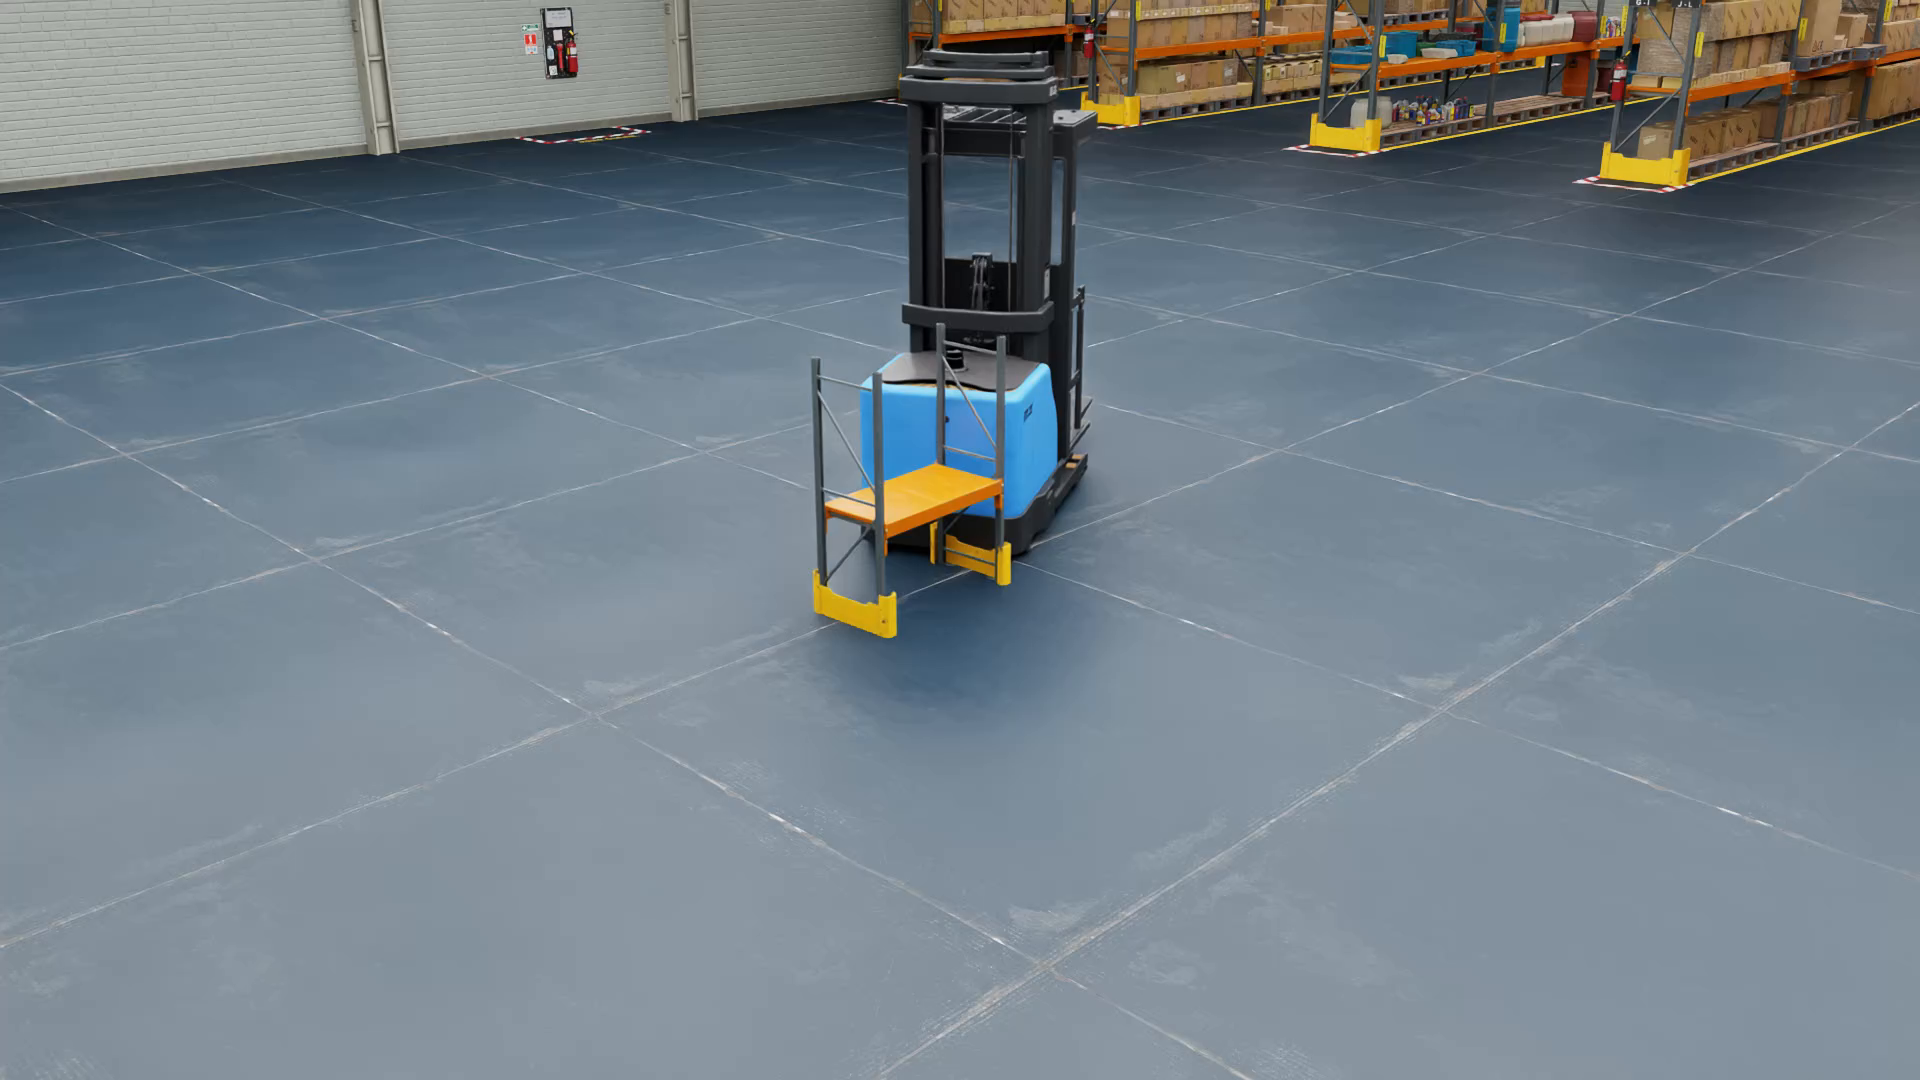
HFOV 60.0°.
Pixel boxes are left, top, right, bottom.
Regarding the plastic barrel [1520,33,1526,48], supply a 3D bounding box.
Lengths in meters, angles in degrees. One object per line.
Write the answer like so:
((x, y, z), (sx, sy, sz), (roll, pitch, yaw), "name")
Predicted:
((10.138, -9.111, 30.292), (0.301, 0.262, 0.301), (0, 21, 0), "plastic barrel")

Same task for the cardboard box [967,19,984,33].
((0.136, -10.448, 33.757), (0.500, 0.250, 0.500), (18, 28, 39), "cardboard box")

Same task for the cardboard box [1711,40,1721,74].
((10.529, -7.085, 24.272), (0.875, 0.500, 0.500), (19, 28, 41), "cardboard box")

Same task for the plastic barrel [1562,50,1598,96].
((12.224, -9.215, 32.809), (0.600, 0.830, 0.708), (19, 28, 41), "plastic barrel")

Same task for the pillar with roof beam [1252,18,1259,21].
((10.540, -15.529, 38.435), (9.100, 9.000, 0.400), (19, 28, 41), "pillar with roof beam")

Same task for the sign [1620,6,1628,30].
((9.479, -7.438, 23.692), (0.100, 0.325, 0.005), (19, 28, 41), "sign")

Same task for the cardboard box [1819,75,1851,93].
((14.998, -7.872, 28.699), (0.500, 0.250, 0.500), (-19, 28, -40), "cardboard box")

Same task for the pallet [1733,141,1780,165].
((12.210, -6.151, 26.284), (1.003, 0.211, 1.213), (19, 28, 41), "pallet")

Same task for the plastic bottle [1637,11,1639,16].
((14.179, -10.888, 34.789), (0.144, 0.351, 0.185), (19, 28, 41), "plastic bottle")

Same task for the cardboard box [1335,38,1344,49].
((9.612, -13.134, 43.463), (0.700, 0.500, 0.500), (19, 28, 40), "cardboard box")

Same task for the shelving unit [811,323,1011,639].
((-0.266, -0.366, 9.437), (0.587, 1.500, 1.083), (17, 27, 38), "shelving unit")

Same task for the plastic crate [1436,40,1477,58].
((8.527, -8.452, 28.591), (0.499, 0.251, 0.616), (19, 28, 41), "plastic crate")

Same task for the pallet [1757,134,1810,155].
((13.195, -6.533, 27.278), (1.003, 0.211, 1.213), (19, 28, 41), "pallet")

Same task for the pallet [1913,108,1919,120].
((17.750, -8.172, 31.542), (1.003, 0.211, 1.213), (19, 28, 41), "pallet")

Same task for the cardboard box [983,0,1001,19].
((0.481, -10.918, 33.935), (0.500, 0.500, 0.500), (18, 27, 39), "cardboard box")

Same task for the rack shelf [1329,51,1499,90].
((7.709, -8.024, 28.273), (1.077, 0.370, 4.000), (19, 28, 41), "rack shelf")

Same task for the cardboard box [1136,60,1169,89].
((3.616, -8.822, 31.549), (0.500, 0.500, 0.500), (19, 28, 41), "cardboard box")

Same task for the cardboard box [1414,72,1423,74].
((9.946, -10.626, 36.911), (0.500, 0.500, 0.500), (18, 27, 39), "cardboard box")

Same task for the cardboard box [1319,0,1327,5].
((8.991, -14.061, 42.559), (0.980, 0.700, 0.700), (18, 27, 38), "cardboard box")

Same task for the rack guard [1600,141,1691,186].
((9.916, -5.459, 24.081), (1.175, 0.500, 0.348), (19, 28, 41), "rack guard")

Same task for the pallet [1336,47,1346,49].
((9.876, -12.912, 43.873), (1.003, 0.211, 1.213), (19, 28, 41), "pallet")

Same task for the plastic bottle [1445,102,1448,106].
((8.604, -7.552, 29.224), (0.152, 0.276, 0.135), (19, 28, 41), "plastic bottle")

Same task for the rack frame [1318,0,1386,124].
((6.314, -7.846, 26.806), (1.000, 3.000, 0.127), (19, 28, 41), "rack frame")

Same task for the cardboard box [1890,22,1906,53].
((16.336, -8.899, 29.408), (0.500, 0.500, 0.500), (18, 28, 39), "cardboard box")

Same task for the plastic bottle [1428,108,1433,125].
((8.041, -7.254, 28.456), (0.097, 0.271, 0.097), (0, 21, 0), "plastic bottle")

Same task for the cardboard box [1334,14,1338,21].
((7.586, -10.920, 34.929), (0.500, 0.311, 0.500), (19, 28, 40), "cardboard box")

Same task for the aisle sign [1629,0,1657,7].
((9.605, -7.879, 23.269), (0.394, 0.787, 0.004), (19, 28, 41), "aisle sign")

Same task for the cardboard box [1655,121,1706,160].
((10.703, -5.954, 24.783), (0.500, 0.500, 0.500), (-12, 24, -28), "cardboard box")

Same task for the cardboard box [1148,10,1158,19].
((3.378, -9.552, 30.201), (0.380, 0.149, 0.250), (18, 28, 39), "cardboard box")

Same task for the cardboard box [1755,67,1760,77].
((11.952, -7.154, 25.356), (0.380, 0.149, 0.250), (19, 28, 41), "cardboard box")

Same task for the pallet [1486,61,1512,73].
((12.470, -11.361, 39.839), (1.003, 0.211, 1.213), (19, 28, 41), "pallet")

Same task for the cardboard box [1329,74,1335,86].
((7.446, -9.597, 34.611), (0.500, 0.250, 0.500), (-19, 28, -41), "cardboard box")

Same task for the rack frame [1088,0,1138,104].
((2.768, -9.087, 30.034), (1.000, 3.000, 0.127), (19, 28, 41), "rack frame")

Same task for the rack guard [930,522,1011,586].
((0.059, 0.082, 10.013), (0.587, 0.250, 0.087), (17, 27, 38), "rack guard")

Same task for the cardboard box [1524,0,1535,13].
((13.453, -12.929, 39.891), (0.500, 0.500, 0.500), (20, 28, 41), "cardboard box")

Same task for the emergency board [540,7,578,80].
((-6.852, -8.554, 28.648), (0.194, 1.169, 0.643), (19, 28, 41), "emergency board")

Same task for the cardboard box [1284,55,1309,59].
((7.055, -9.989, 34.847), (0.500, 0.311, 0.500), (18, 28, 39), "cardboard box")

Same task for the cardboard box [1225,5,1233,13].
((4.985, -10.142, 31.737), (0.380, 0.149, 0.250), (19, 28, 41), "cardboard box")

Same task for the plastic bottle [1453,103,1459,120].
((8.644, -7.472, 29.007), (0.133, 0.283, 0.061), (-18, 27, -39), "plastic bottle")

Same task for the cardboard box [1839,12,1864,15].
((15.096, -8.757, 28.451), (0.500, 0.500, 0.500), (15, 26, 34), "cardboard box")

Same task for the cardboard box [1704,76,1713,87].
((10.606, -6.623, 23.974), (0.380, 0.149, 0.250), (19, 28, 41), "cardboard box")

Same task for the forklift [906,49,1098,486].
((0.277, -1.771, 11.096), (1.121, 2.935, 3.031), (6, 22, 15), "forklift")

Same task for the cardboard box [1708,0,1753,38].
((11.143, -7.587, 24.186), (0.500, 0.500, 0.500), (19, 28, 41), "cardboard box")

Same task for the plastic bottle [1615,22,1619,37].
((12.877, -10.020, 32.626), (0.061, 0.283, 0.133), (19, 28, 41), "plastic bottle")

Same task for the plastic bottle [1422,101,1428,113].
((8.229, -7.635, 29.447), (0.097, 0.271, 0.097), (0, 21, 0), "plastic bottle")

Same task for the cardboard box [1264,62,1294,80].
((6.378, -9.460, 33.472), (0.500, 0.311, 0.500), (19, 28, 40), "cardboard box")

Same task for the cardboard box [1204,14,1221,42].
((4.537, -9.781, 31.701), (0.500, 0.500, 0.700), (-20, 28, -41), "cardboard box")

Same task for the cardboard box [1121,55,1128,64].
((3.563, -10.984, 37.842), (0.700, 0.500, 0.500), (19, 28, 40), "cardboard box")

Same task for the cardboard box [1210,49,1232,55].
((6.019, -11.954, 39.906), (0.750, 0.750, 0.750), (19, 28, 40), "cardboard box")

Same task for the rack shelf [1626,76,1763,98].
((11.258, -6.876, 25.013), (0.919, 0.124, 3.809), (19, 28, 41), "rack shelf")

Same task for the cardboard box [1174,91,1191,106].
((3.996, -8.339, 31.337), (0.500, 0.250, 0.500), (19, 28, 41), "cardboard box")

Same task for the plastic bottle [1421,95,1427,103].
((8.244, -7.739, 29.608), (0.185, 0.351, 0.144), (-19, 28, -41), "plastic bottle")

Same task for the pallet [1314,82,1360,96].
((7.746, -9.640, 35.360), (1.003, 0.211, 1.213), (19, 28, 41), "pallet")
